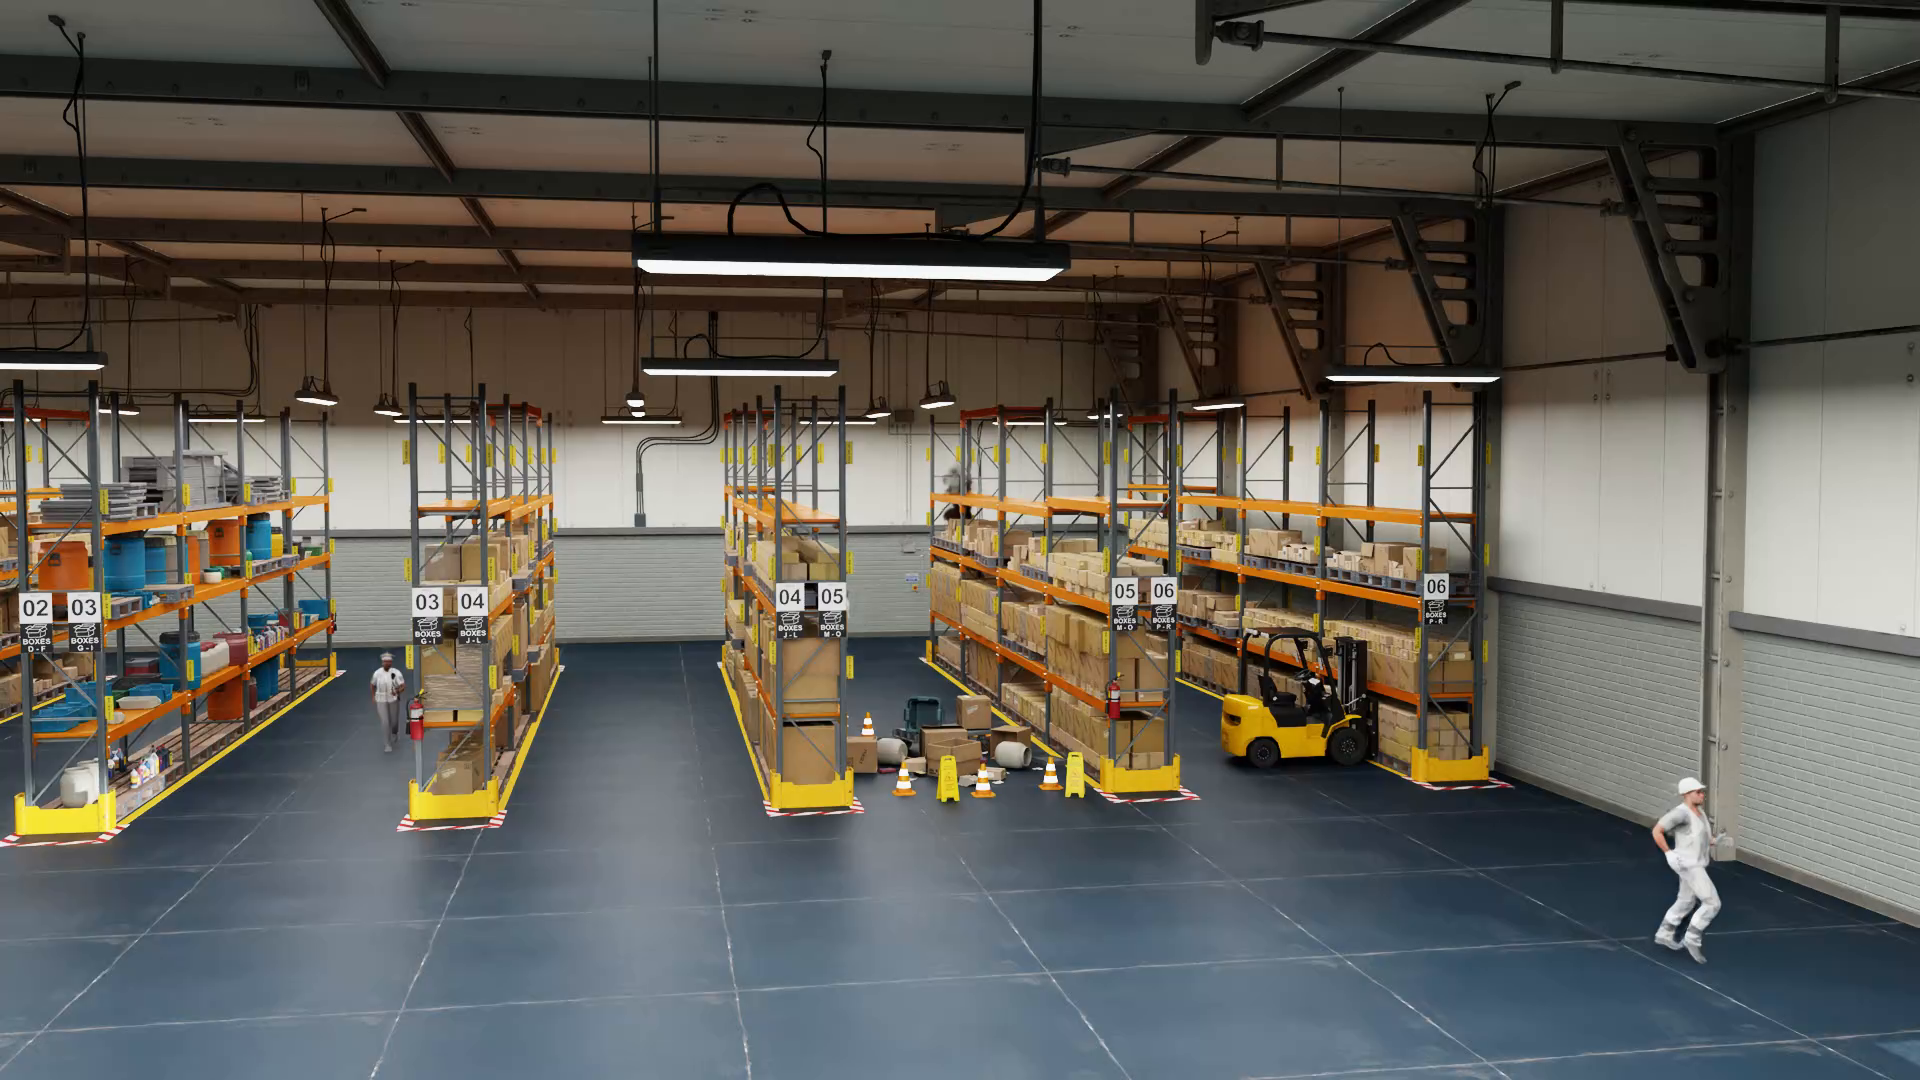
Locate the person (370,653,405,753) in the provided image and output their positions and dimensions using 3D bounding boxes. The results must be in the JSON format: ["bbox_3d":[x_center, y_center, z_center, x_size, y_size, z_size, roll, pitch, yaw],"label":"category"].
[{"bbox_3d":[-9.715,2.741,28.226,0.576,1.653,0.734,-1,3,-16],"label":"person"}]

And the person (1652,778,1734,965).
[{"bbox_3d":[7.278,3.270,16.508,0.735,1.817,0.641,2,4,40],"label":"person"}]
